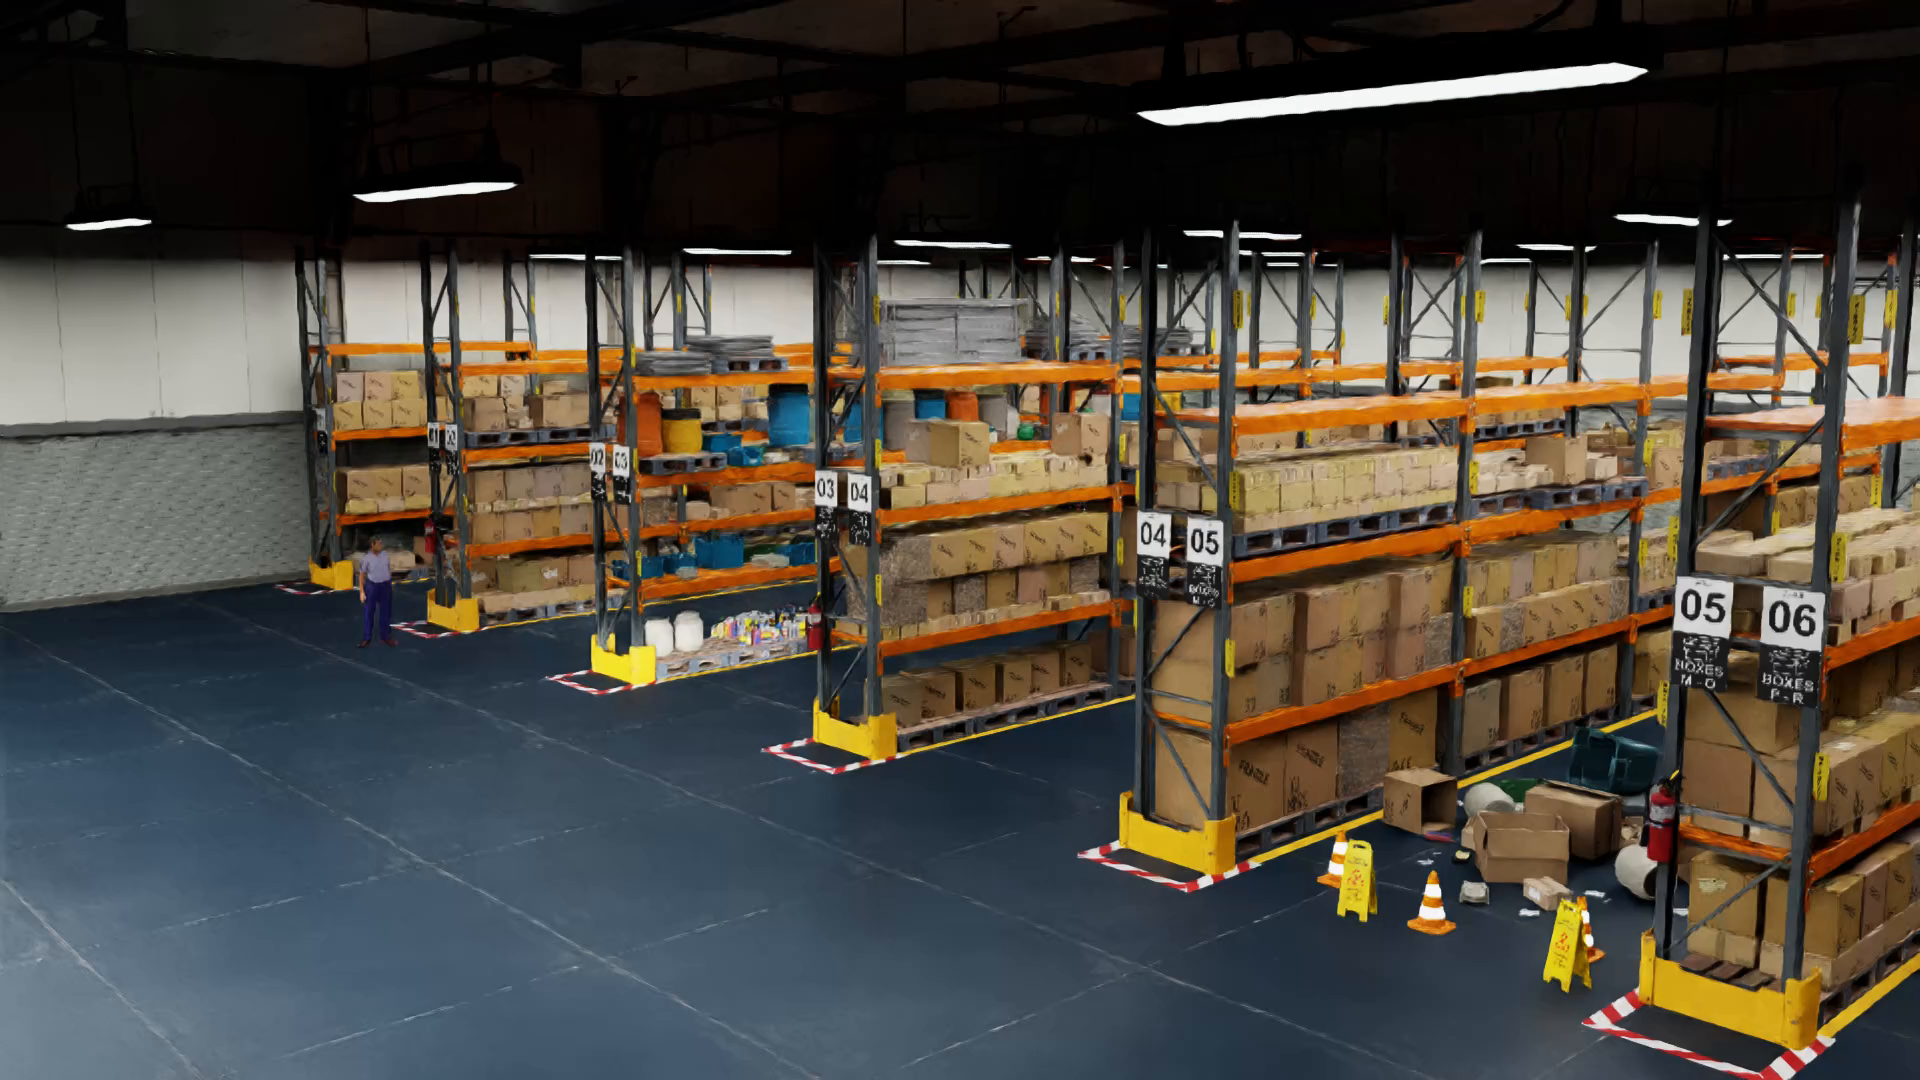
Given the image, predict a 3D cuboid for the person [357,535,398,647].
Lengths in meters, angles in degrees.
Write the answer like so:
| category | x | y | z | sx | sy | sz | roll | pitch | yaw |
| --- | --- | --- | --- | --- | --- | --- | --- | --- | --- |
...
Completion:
| category | x | y | z | sx | sy | sz | roll | pitch | yaw |
| --- | --- | --- | --- | --- | --- | --- | --- | --- | --- |
| person | -8.664 | 0.743 | 24.610 | 0.381 | 1.648 | 0.595 | 7 | 11 | 39 |
